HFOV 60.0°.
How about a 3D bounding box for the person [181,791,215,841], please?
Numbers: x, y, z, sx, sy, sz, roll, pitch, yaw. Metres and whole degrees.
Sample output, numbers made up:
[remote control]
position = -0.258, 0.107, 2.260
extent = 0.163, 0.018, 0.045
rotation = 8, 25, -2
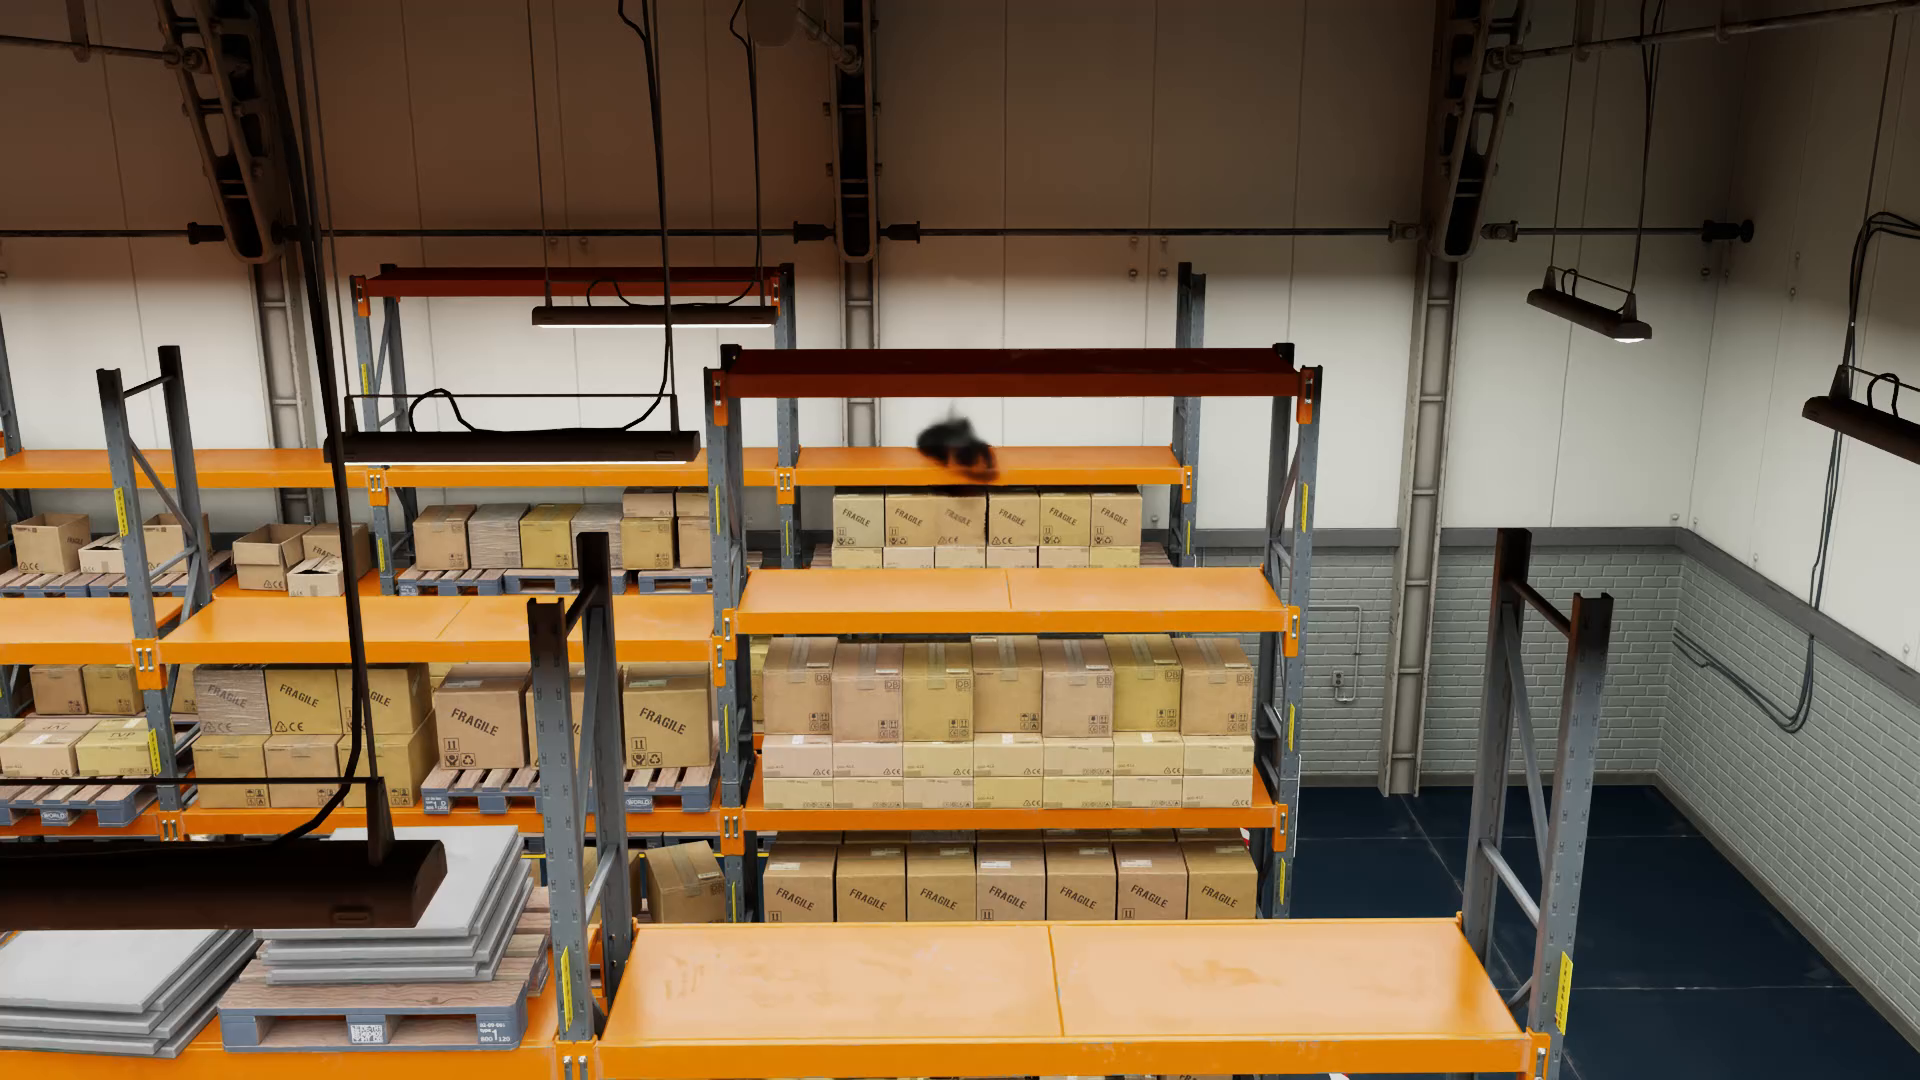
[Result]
[person]
position = -6.871, 3.054, 15.137
extent = 0.858, 1.684, 0.641
rotation = -2, 16, -7
